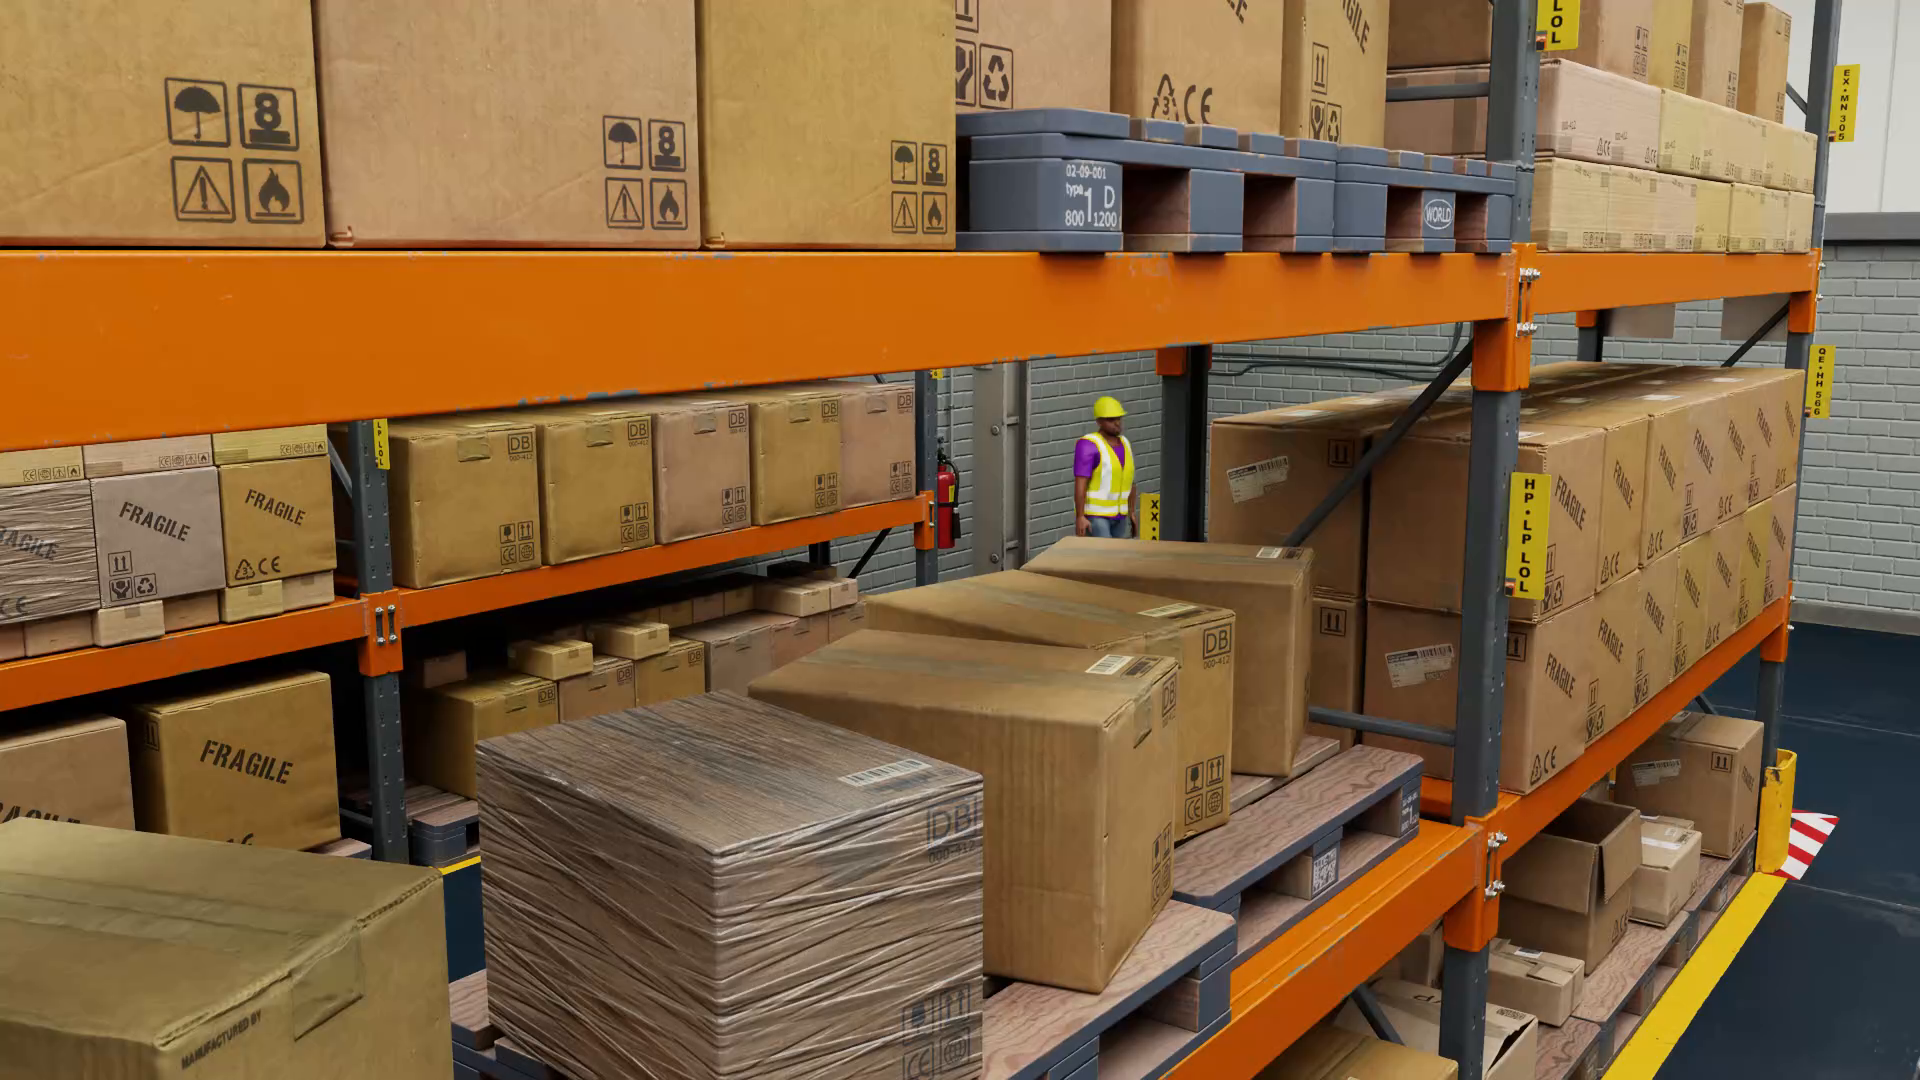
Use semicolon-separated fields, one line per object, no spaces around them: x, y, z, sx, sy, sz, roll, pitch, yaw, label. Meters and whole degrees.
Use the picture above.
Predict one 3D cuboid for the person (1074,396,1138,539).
1.090;-0.163;12.123;0.570;1.764;0.675;9;13;41;person
